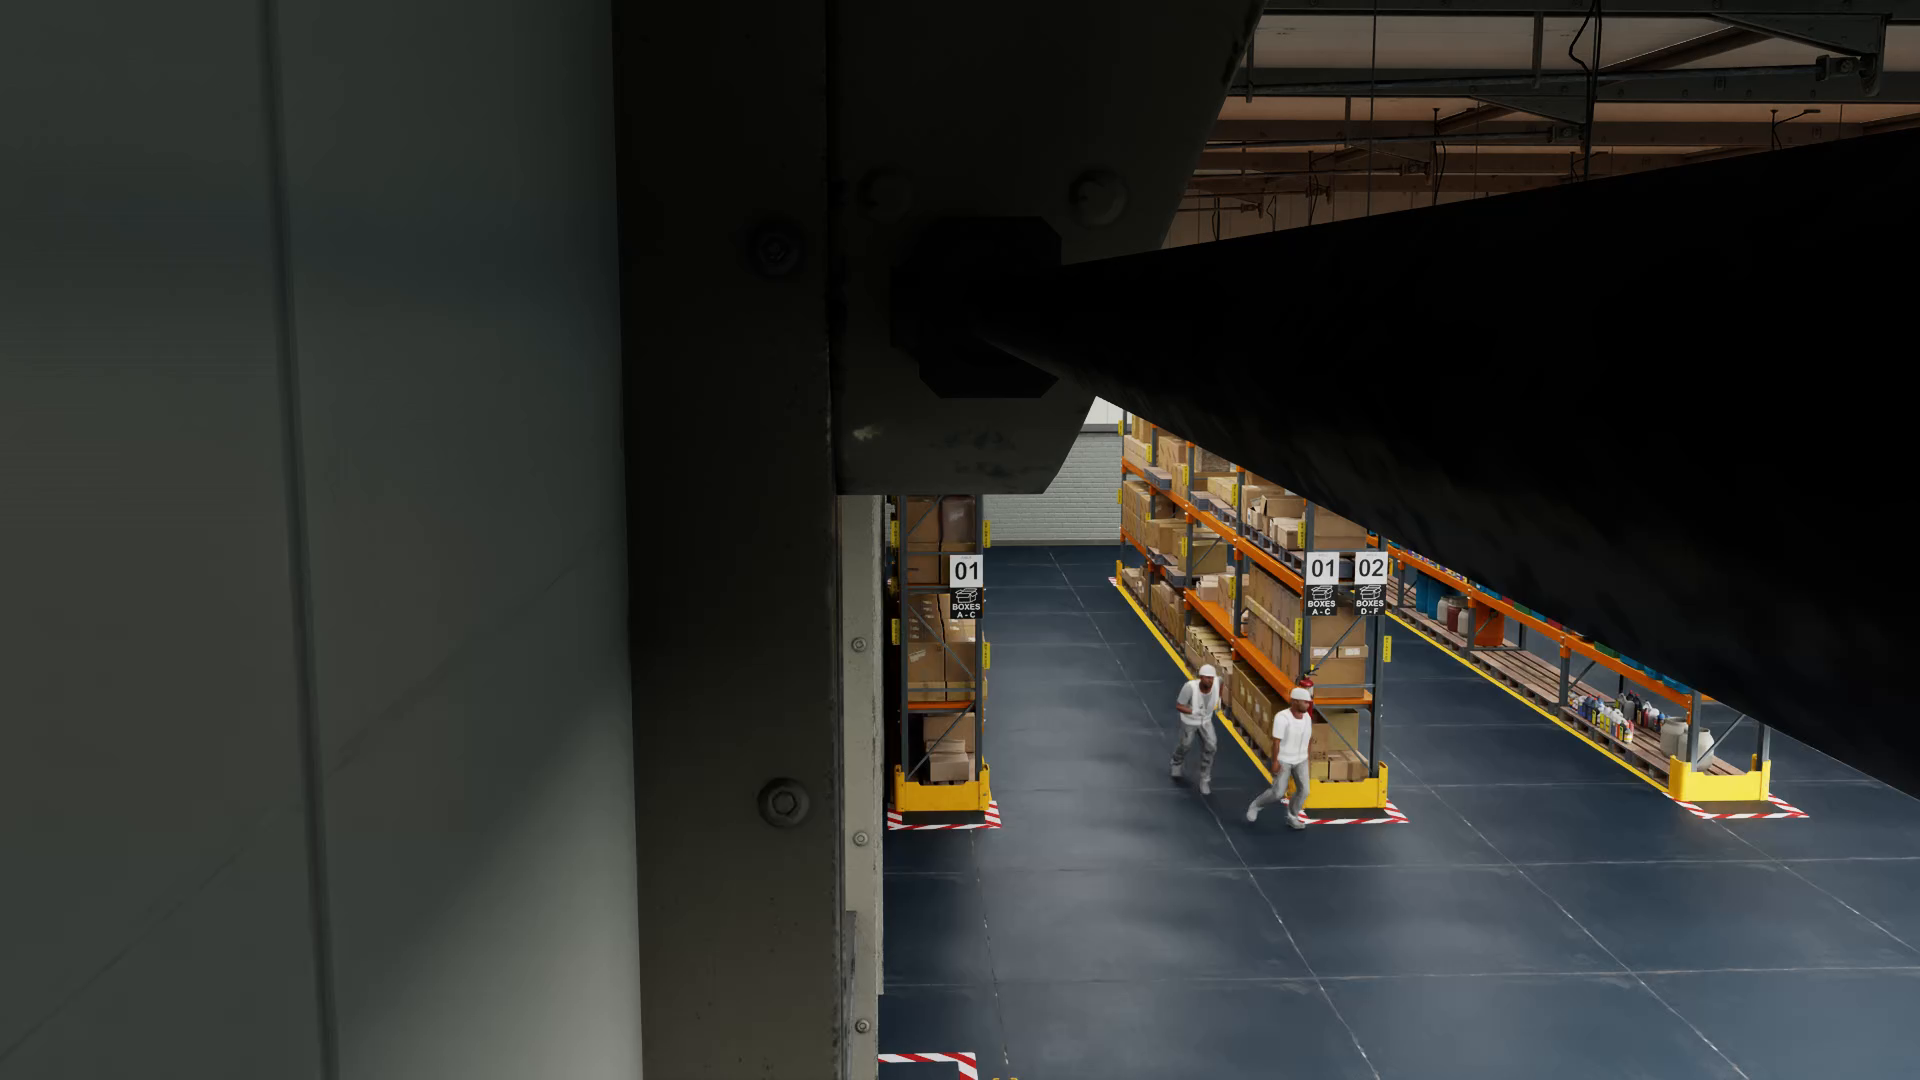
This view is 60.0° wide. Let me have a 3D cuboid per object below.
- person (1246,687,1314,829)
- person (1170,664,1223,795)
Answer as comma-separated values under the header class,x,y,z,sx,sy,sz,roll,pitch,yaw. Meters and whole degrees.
class,x,y,z,sx,sy,sz,roll,pitch,yaw
person,3.821,2.574,19.770,0.722,1.715,0.648,-5,10,-29
person,3.034,2.380,21.414,0.737,1.733,1.001,-3,9,-21
